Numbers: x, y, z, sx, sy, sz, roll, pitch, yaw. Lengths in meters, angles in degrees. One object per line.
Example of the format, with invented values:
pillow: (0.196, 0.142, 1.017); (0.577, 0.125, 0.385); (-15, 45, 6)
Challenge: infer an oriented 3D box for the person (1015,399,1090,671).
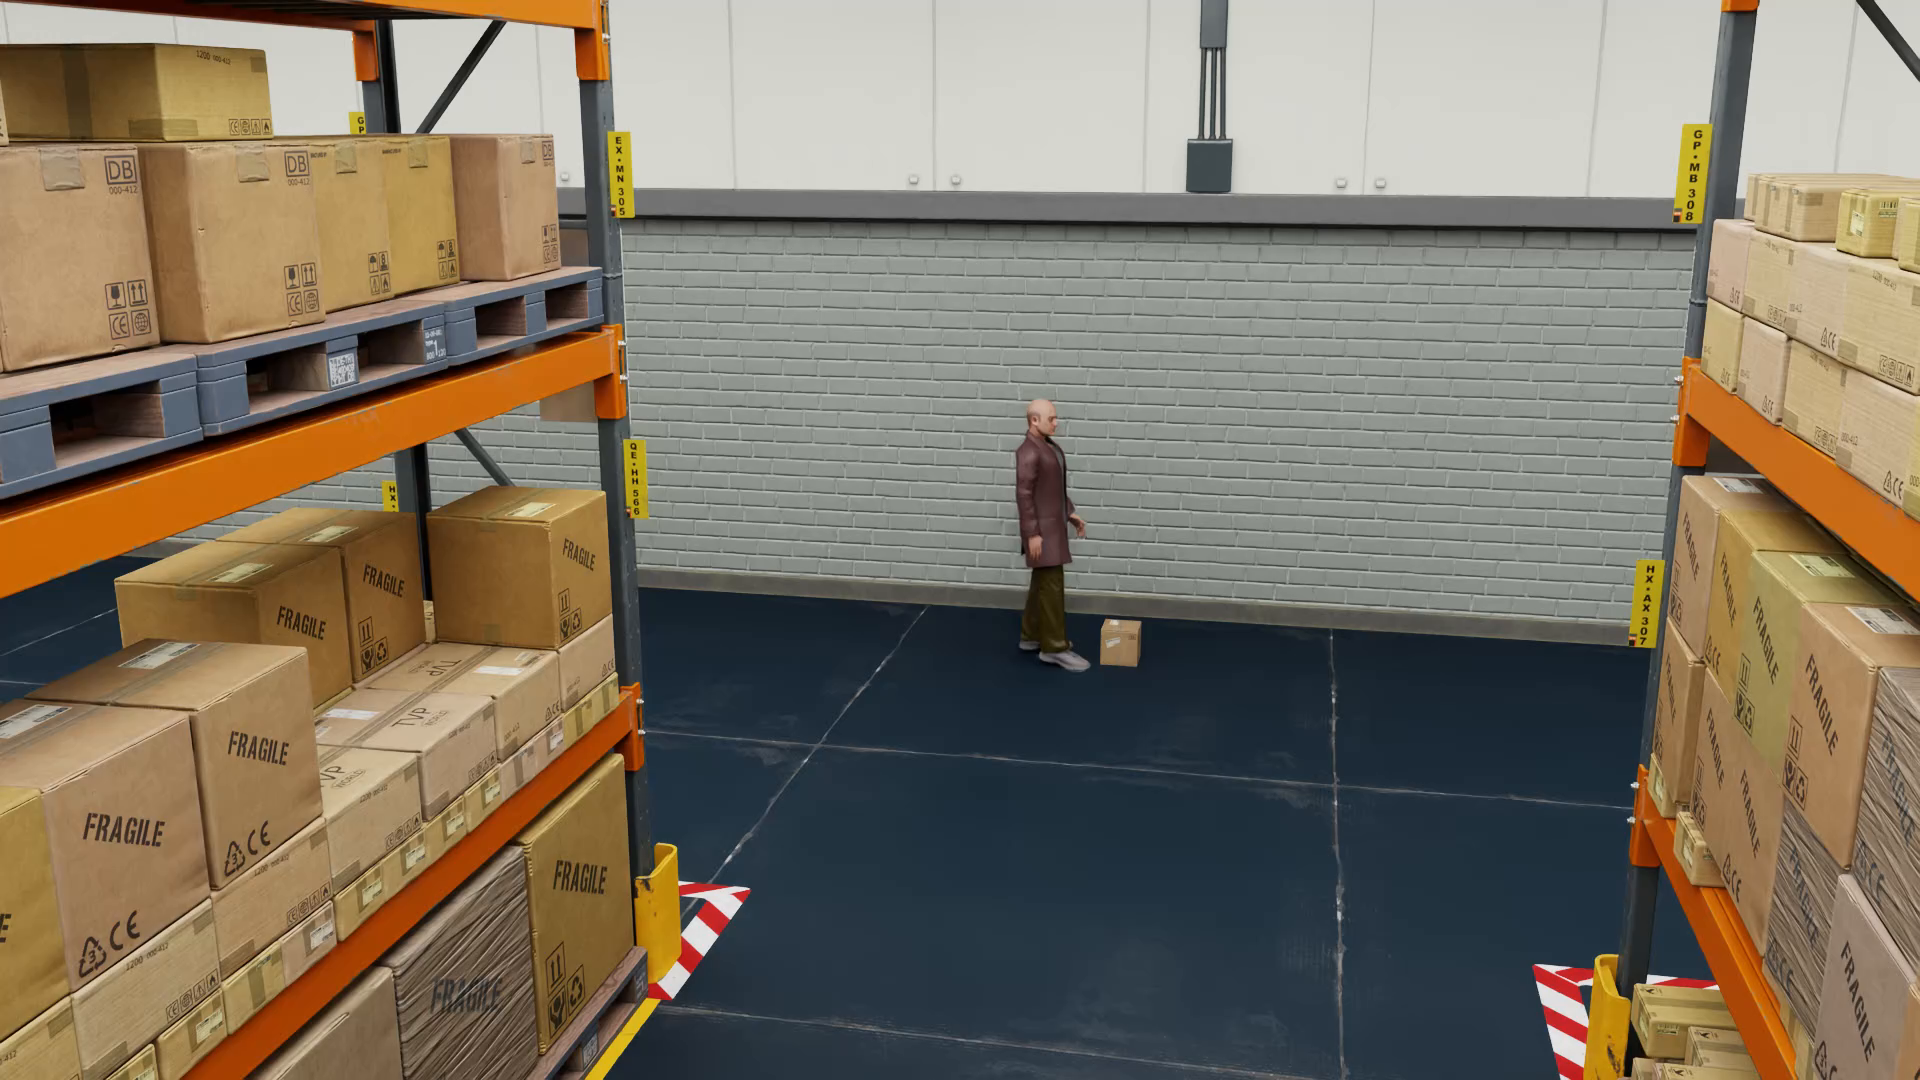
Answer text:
person: (0.661, -0.060, 11.240); (0.558, 1.798, 0.632); (4, 15, 15)
